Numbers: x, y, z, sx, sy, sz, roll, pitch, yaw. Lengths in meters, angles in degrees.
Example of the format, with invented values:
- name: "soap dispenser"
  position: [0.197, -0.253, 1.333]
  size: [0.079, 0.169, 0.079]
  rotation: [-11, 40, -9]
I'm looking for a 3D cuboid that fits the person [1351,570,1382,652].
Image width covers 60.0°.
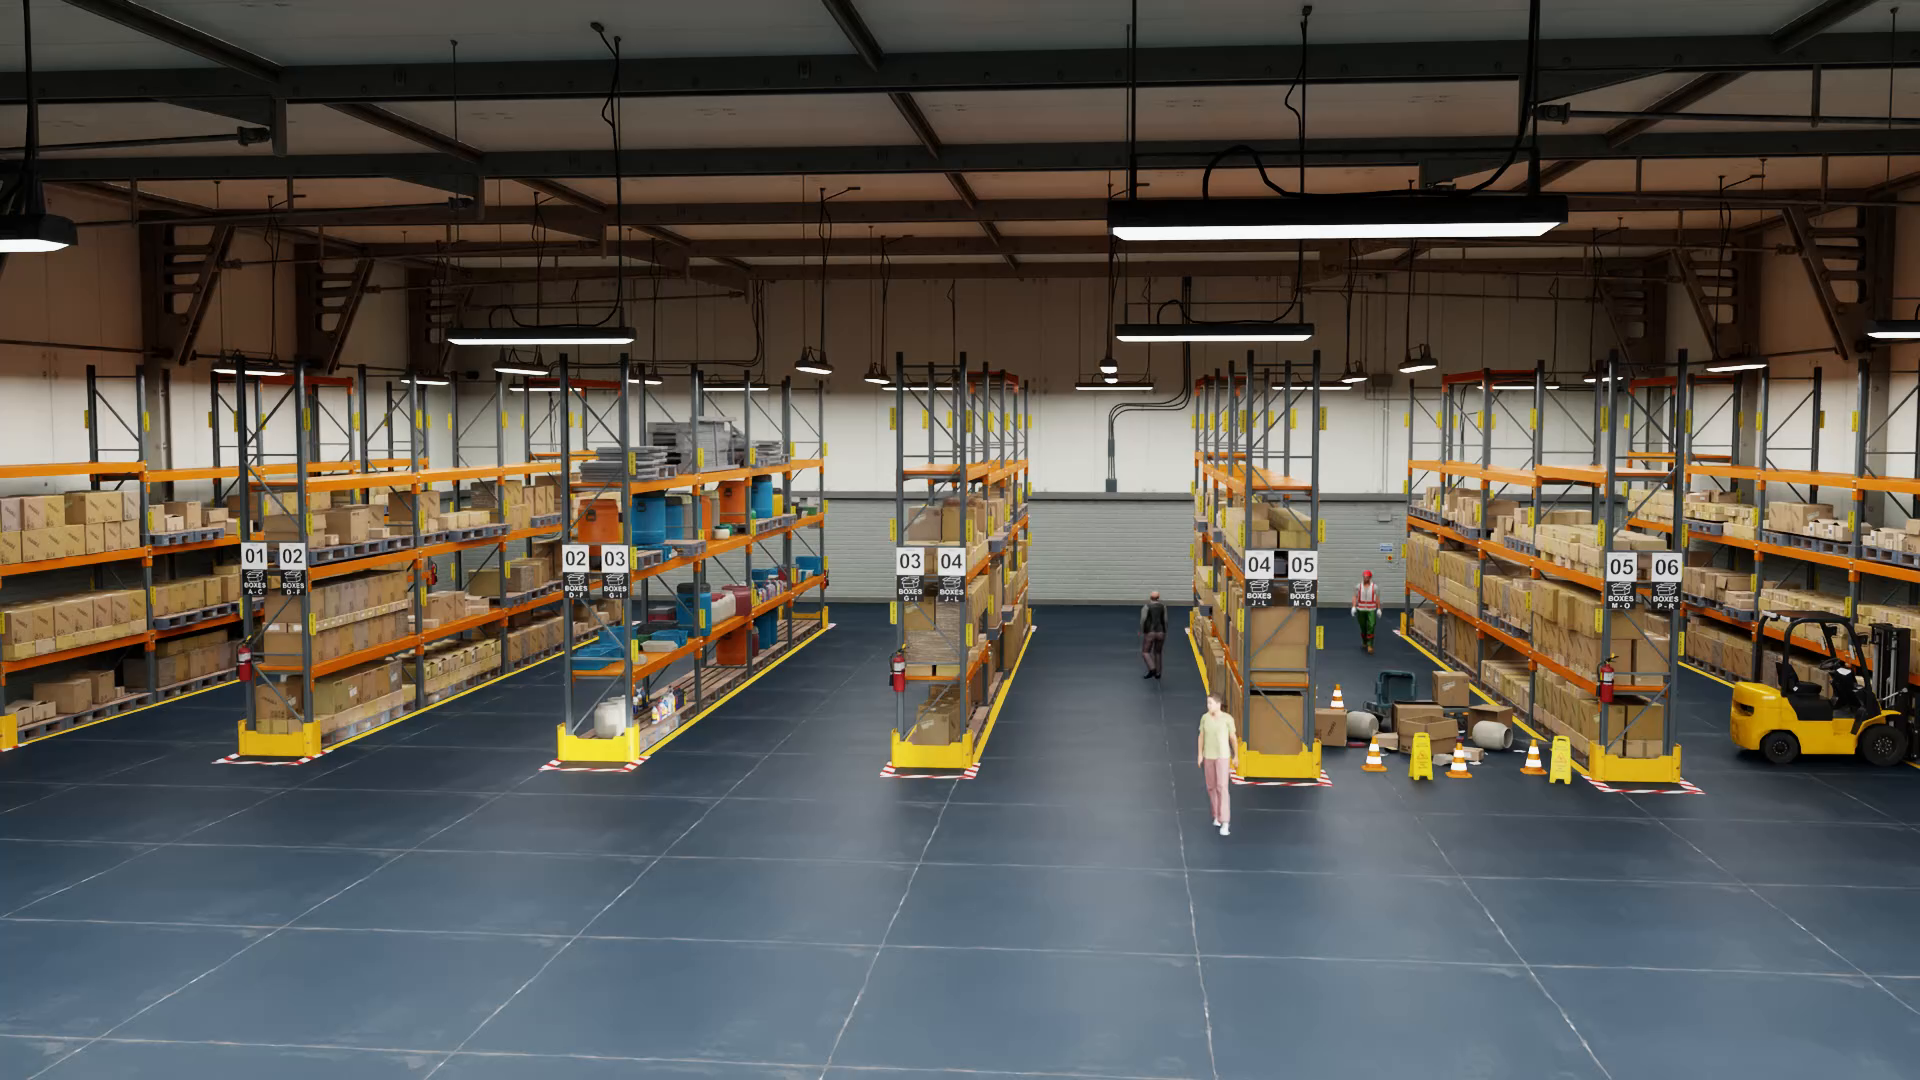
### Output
- name: "person"
  position: [8.852, 1.530, 36.255]
  size: [0.612, 1.729, 0.978]
  rotation: [2, 4, 21]

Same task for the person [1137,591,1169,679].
- name: "person"
  position: [3.807, 1.858, 32.424]
  size: [0.598, 1.699, 0.591]
  rotation: [-1, 4, -18]

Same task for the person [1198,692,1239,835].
- name: "person"
  position: [3.142, 2.714, 20.461]
  size: [0.556, 1.672, 0.650]
  rotation: [3, 5, 33]

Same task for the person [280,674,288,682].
- name: "person"
  position: [-12.630, 1.949, 31.434]
  size: [0.578, 1.600, 1.064]
  rotation: [0, 4, -4]
